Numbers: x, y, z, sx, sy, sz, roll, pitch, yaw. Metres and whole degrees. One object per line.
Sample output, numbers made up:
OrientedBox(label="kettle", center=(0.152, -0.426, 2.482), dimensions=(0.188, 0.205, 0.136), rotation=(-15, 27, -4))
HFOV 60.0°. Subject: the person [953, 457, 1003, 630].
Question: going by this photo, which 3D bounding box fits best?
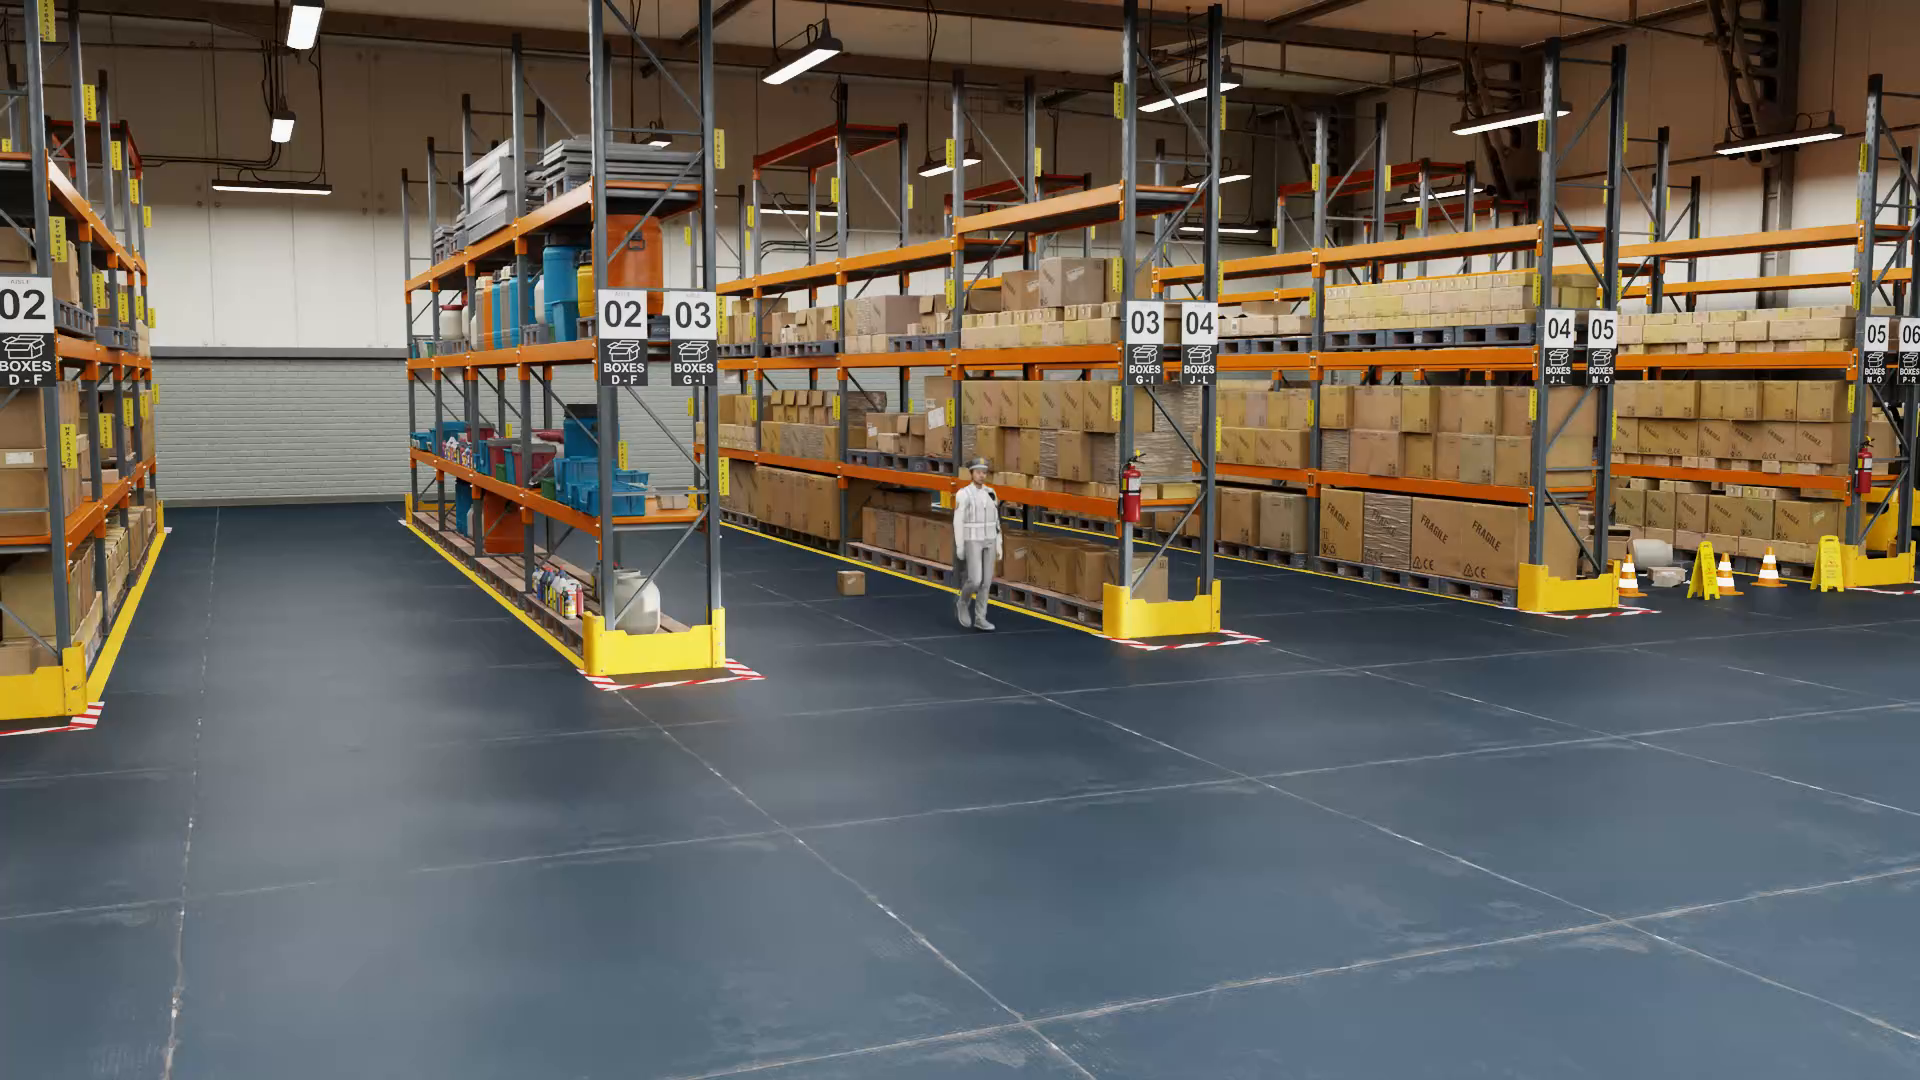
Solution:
OrientedBox(label="person", center=(0.187, 0.031, 16.284), dimensions=(0.486, 1.682, 0.448), rotation=(-3, 6, -29))
